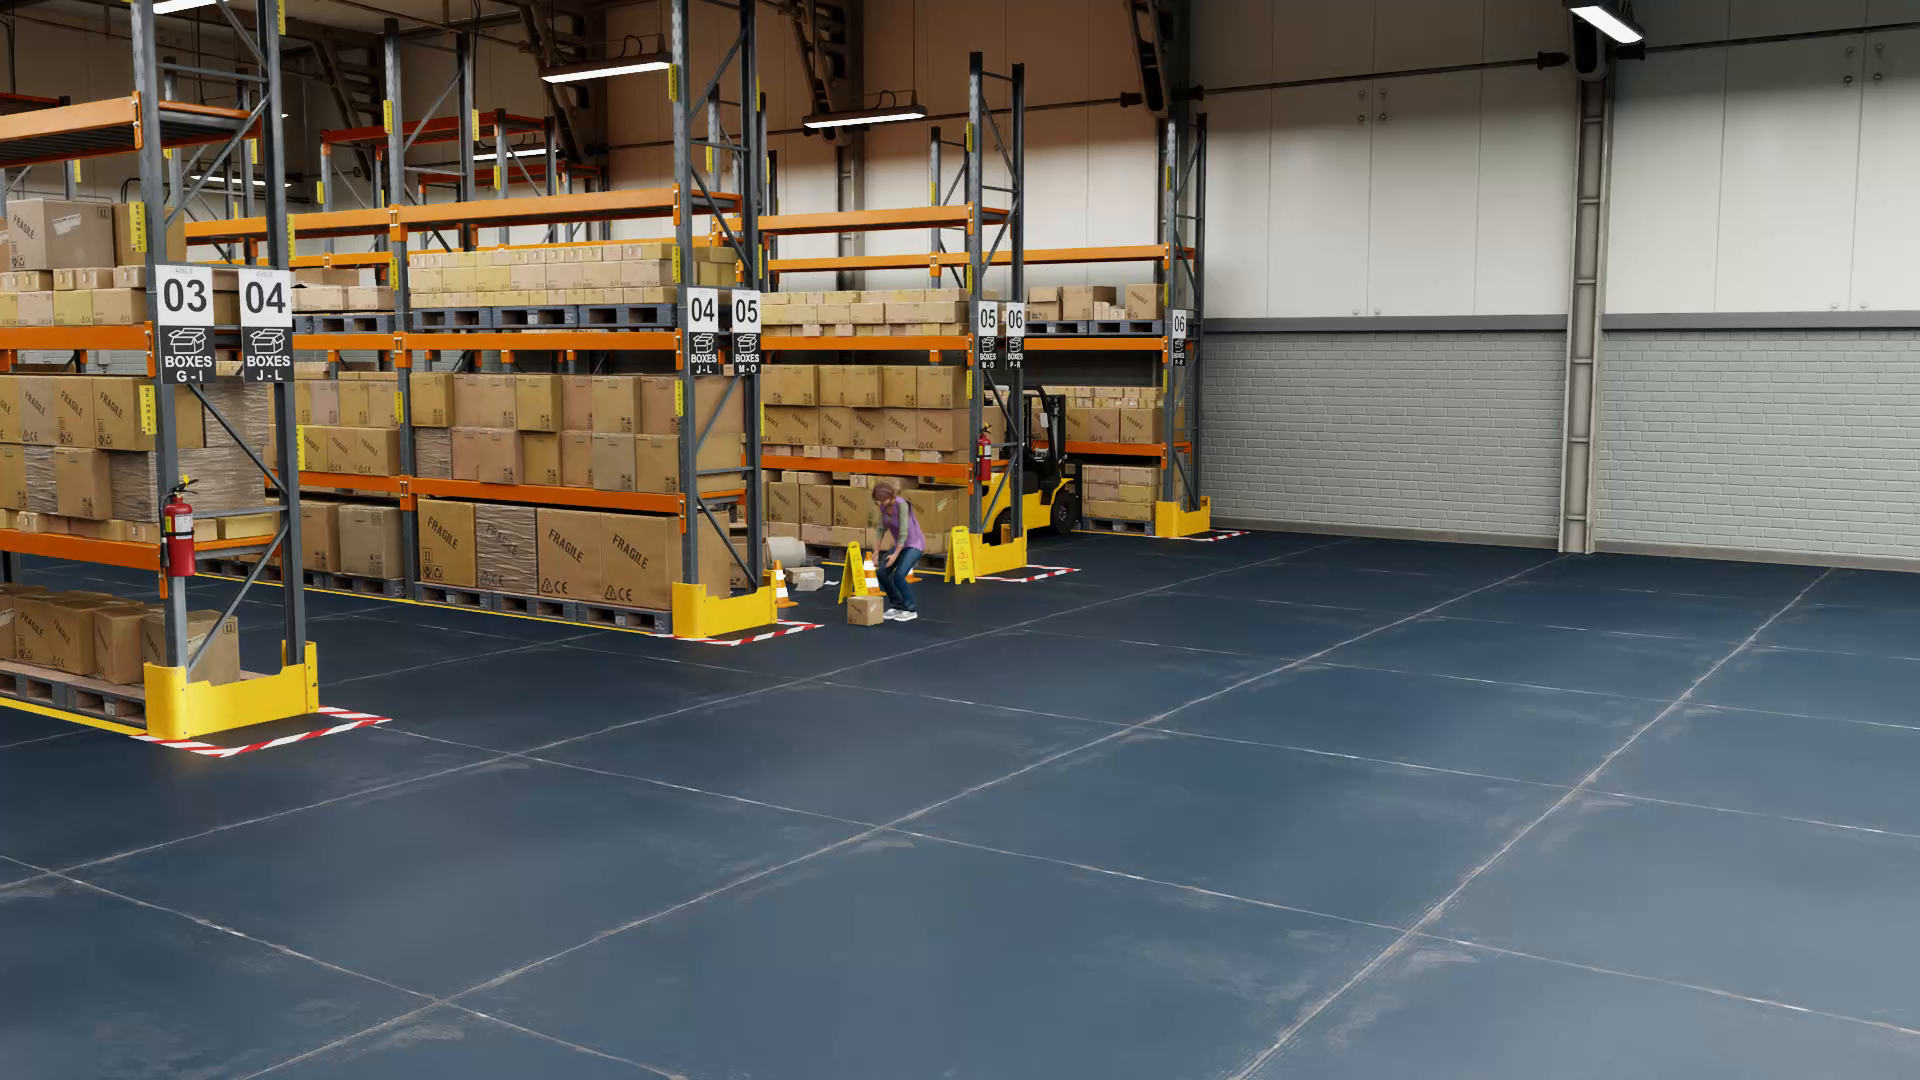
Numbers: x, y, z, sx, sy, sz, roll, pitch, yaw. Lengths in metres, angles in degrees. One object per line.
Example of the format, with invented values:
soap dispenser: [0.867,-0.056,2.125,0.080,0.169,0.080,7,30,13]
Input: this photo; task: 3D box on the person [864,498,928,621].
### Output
person: [-0.615,0.192,16.291,0.701,1.200,0.463,-5,8,-38]
